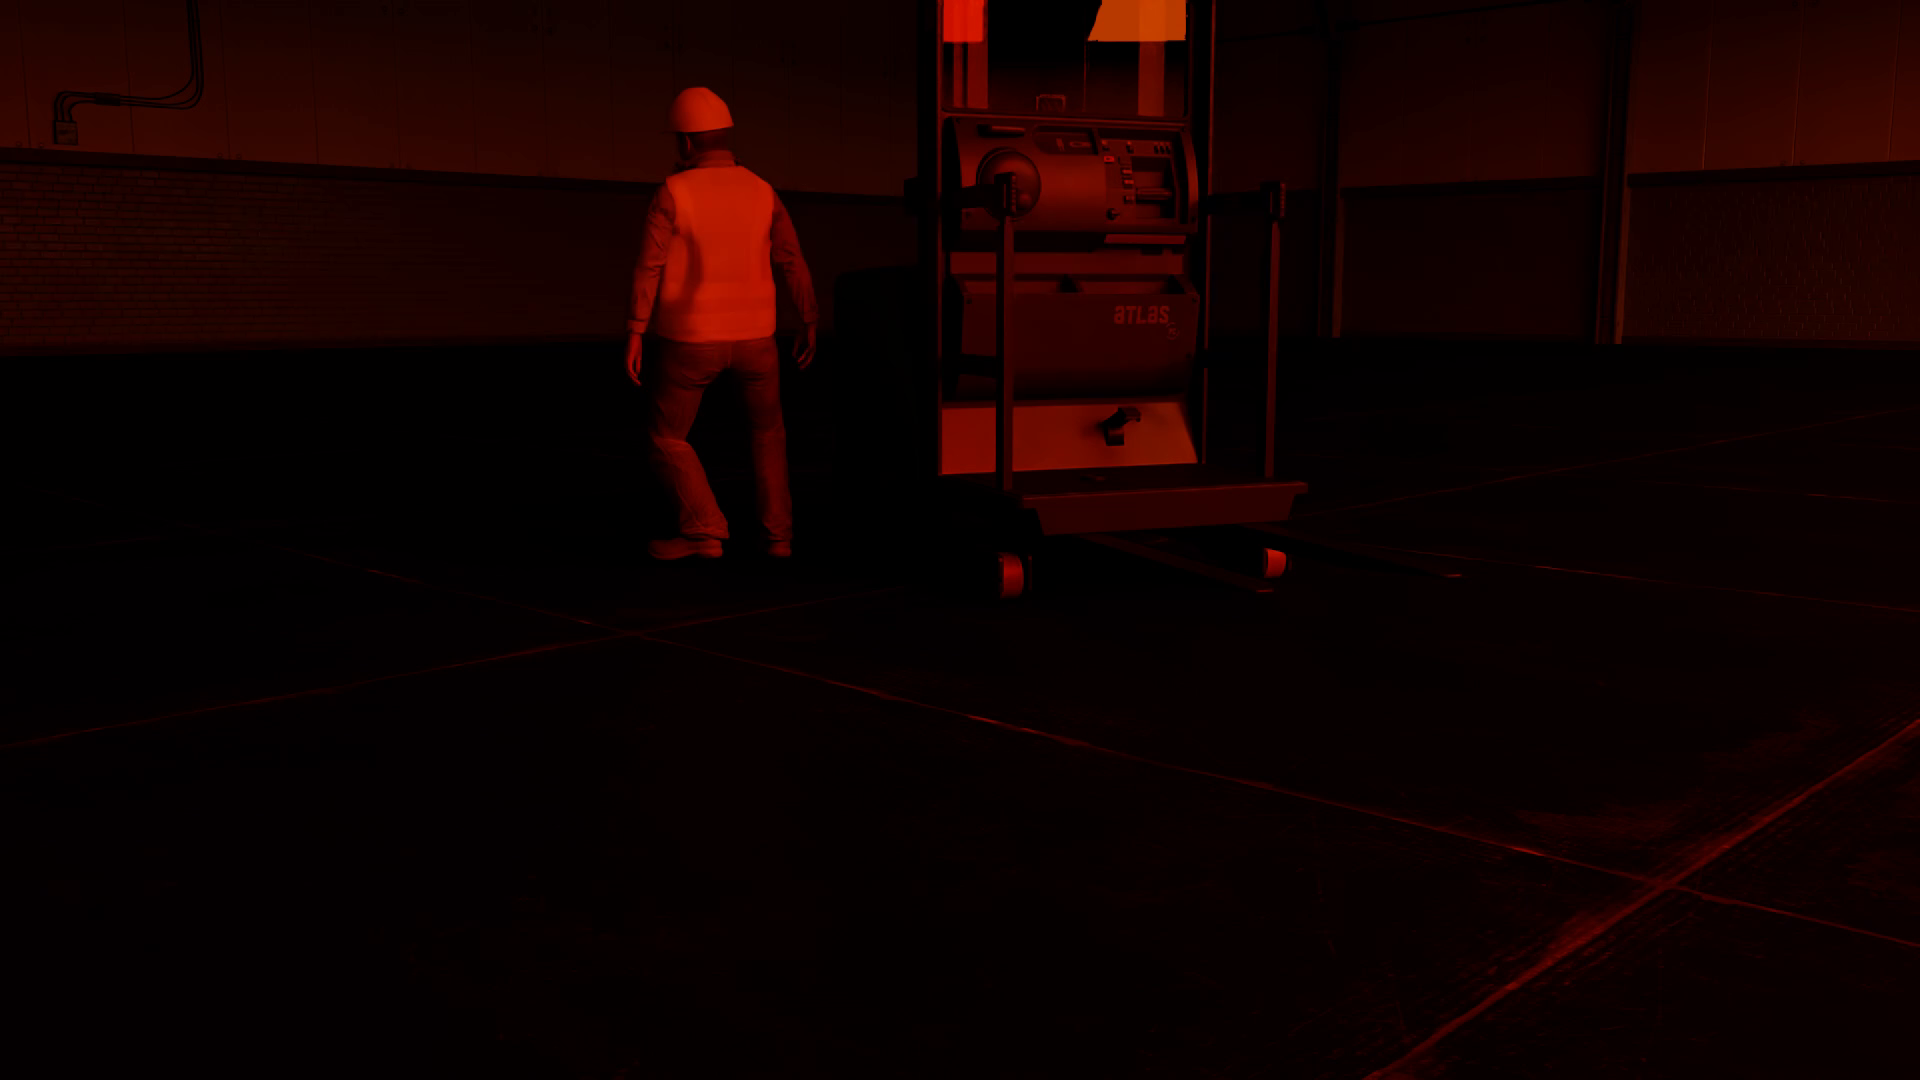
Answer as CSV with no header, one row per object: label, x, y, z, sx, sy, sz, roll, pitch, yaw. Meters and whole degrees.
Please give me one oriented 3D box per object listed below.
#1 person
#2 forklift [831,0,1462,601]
person,-0.882,-0.774,6.136,0.757,1.727,0.453,-4,9,-23
forklift,0.496,-1.322,5.652,1.130,2.935,3.031,-4,9,-22
